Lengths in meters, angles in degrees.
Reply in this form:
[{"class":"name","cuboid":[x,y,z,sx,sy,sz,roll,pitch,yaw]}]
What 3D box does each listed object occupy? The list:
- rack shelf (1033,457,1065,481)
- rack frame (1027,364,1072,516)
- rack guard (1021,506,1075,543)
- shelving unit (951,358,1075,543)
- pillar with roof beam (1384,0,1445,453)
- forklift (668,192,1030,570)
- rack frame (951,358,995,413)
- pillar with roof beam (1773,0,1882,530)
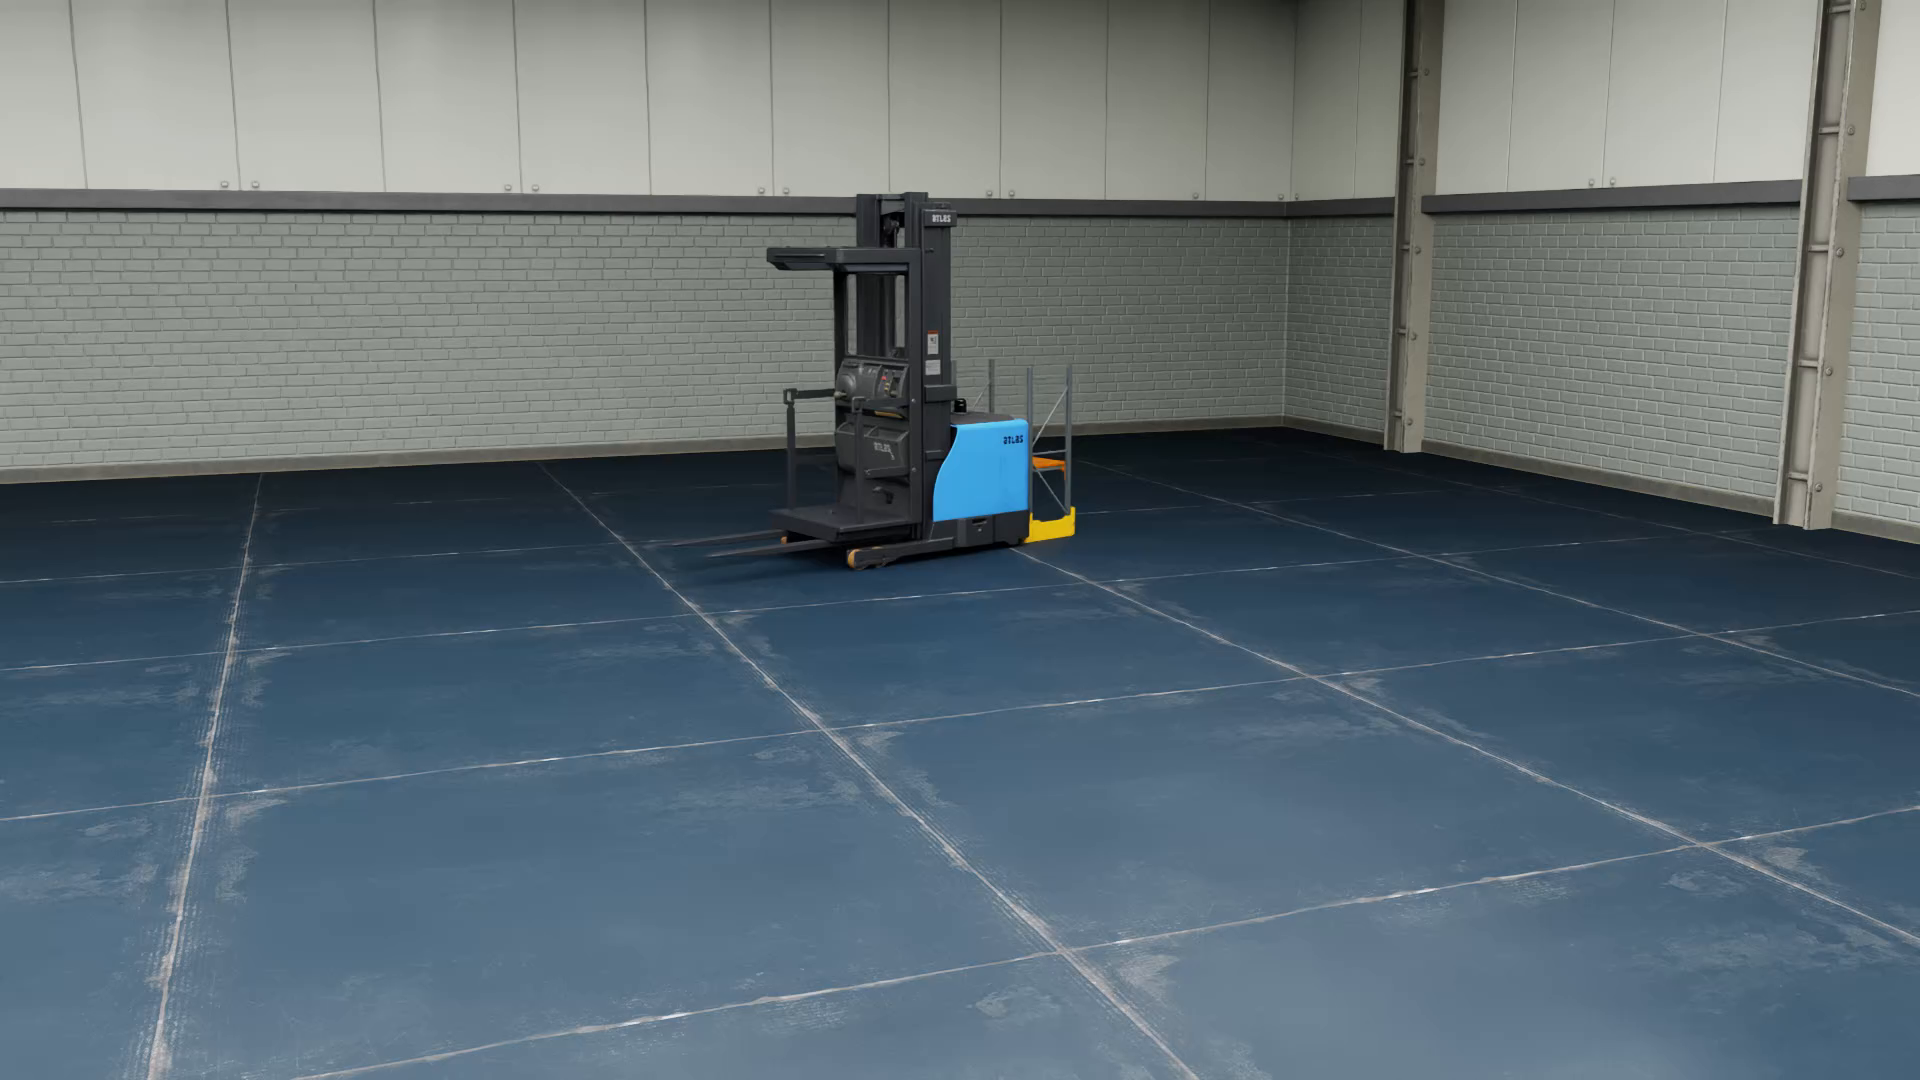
[{"class":"rack shelf","cuboid":[0.442,-0.644,14.786,0.538,0.185,1.000,-8,13,-39]},{"class":"rack frame","cuboid":[0.770,-0.753,14.372,0.500,1.500,0.032,-8,13,-39]},{"class":"rack guard","cuboid":[0.769,-0.138,14.483,0.587,0.250,0.087,-8,13,-39]},{"class":"shelving unit","cuboid":[0.448,-0.820,14.748,0.587,1.500,1.083,-8,13,-39]},{"class":"pillar with roof beam","cuboid":[1.498,-5.269,18.349,9.100,9.000,0.400,-4,11,-21]},{"class":"forklift","cuboid":[-0.882,-1.310,13.414,3.031,2.935,1.130,-8,13,-37]},{"class":"rack frame","cuboid":[0.114,-0.889,15.137,0.500,1.500,0.032,-8,13,-39]},{"class":"pillar with roof beam","cuboid":[3.672,-4.290,12.843,9.100,9.000,0.400,-4,11,-21]}]
